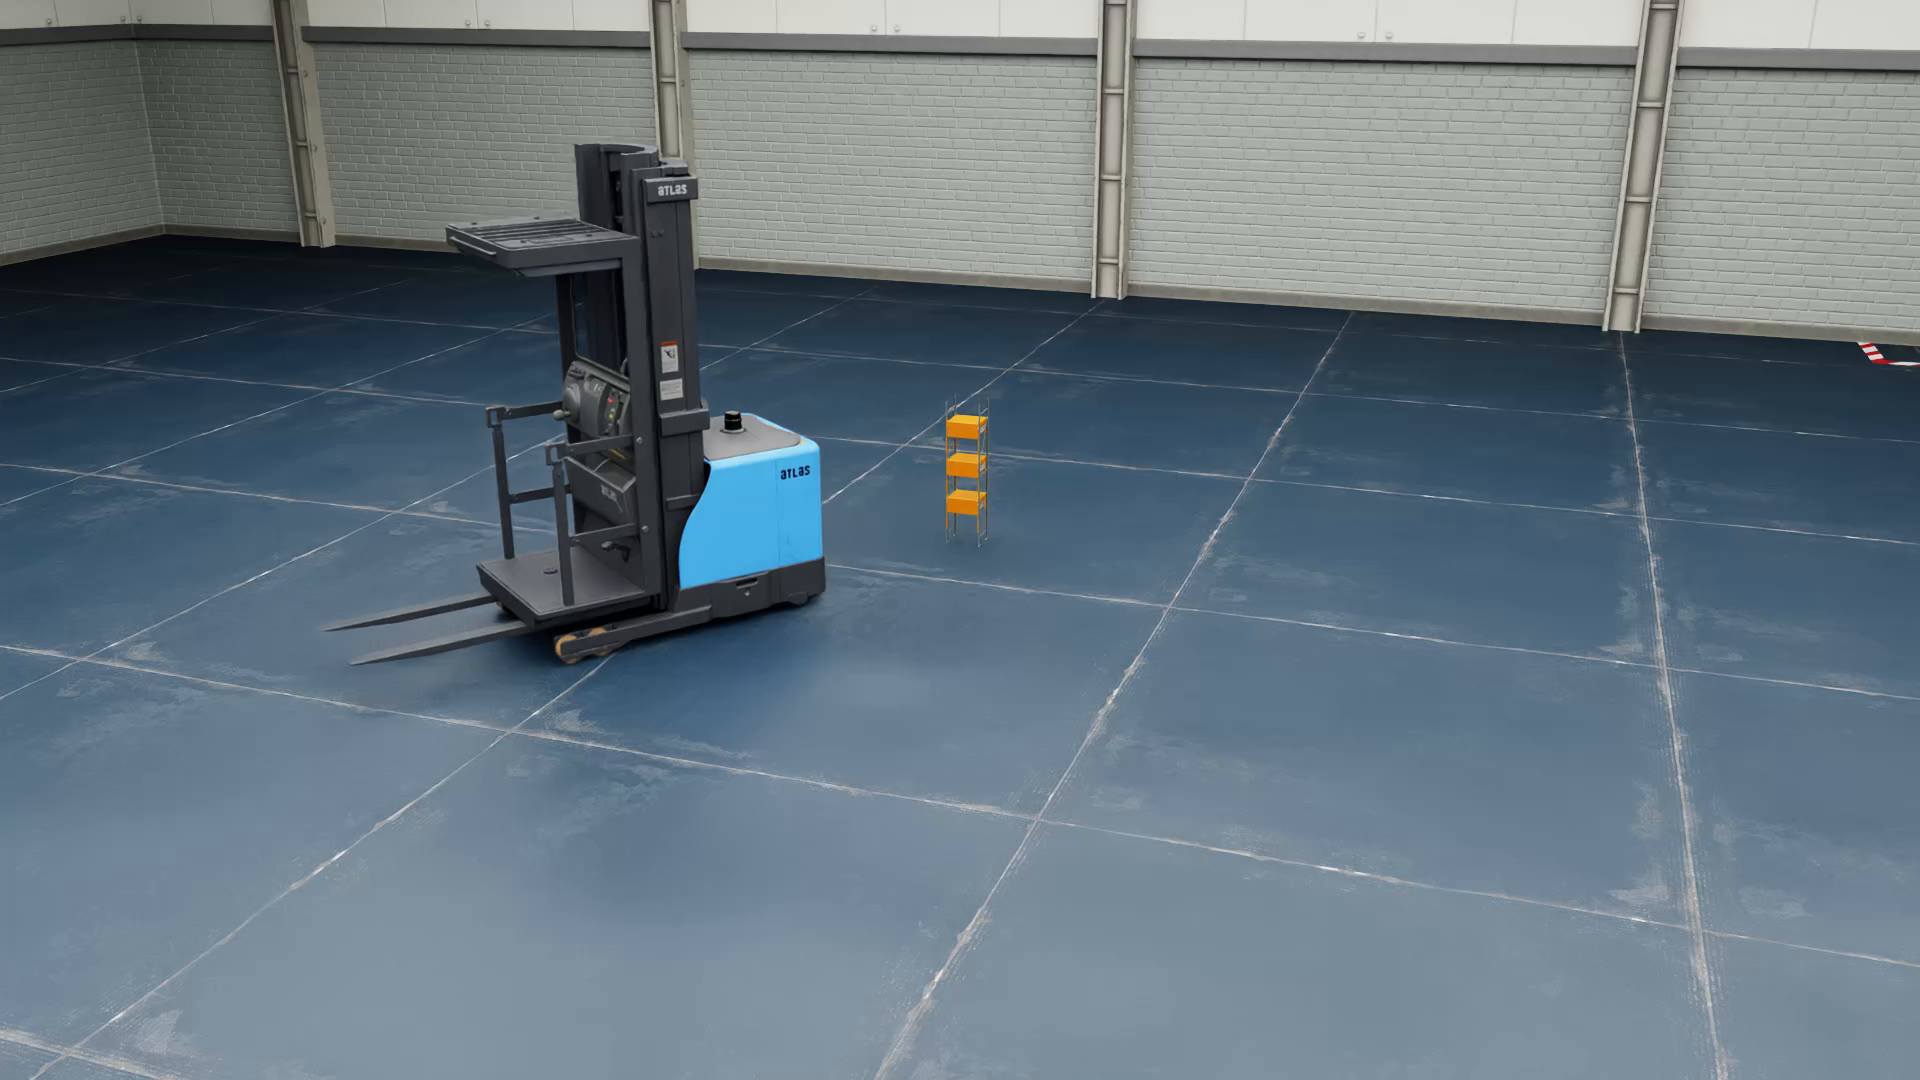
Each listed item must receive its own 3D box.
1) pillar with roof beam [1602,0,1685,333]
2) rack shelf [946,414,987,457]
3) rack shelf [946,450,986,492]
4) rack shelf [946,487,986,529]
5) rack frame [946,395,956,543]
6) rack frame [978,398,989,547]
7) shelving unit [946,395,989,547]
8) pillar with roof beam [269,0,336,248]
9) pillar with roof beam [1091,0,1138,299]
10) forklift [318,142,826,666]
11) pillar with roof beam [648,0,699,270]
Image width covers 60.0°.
[{"bbox_3d":[6.126,-5.317,13.657,0.400,9.000,9.100,7,20,18],"label":"pillar with roof beam"},{"bbox_3d":[0.051,-0.748,11.797,0.240,0.259,0.215,7,20,18],"label":"rack shelf"},{"bbox_3d":[0.051,-0.480,11.890,0.240,0.259,0.215,7,20,18],"label":"rack shelf"},{"bbox_3d":[0.051,-0.218,11.982,0.240,0.259,0.215,7,20,18],"label":"rack shelf"},{"bbox_3d":[-0.065,-0.503,11.925,0.008,1.050,0.200,7,20,18],"label":"rack frame"},{"bbox_3d":[0.166,-0.477,11.849,0.008,1.050,0.200,7,20,18],"label":"rack frame"},{"bbox_3d":[0.051,-0.490,11.887,0.252,1.050,0.215,7,20,18],"label":"shelving unit"},{"bbox_3d":[-10.877,-7.261,19.235,0.400,9.000,9.100,7,20,18],"label":"pillar with roof beam"},{"bbox_3d":[0.459,-5.965,15.517,0.400,9.000,9.100,7,20,18],"label":"pillar with roof beam"},{"bbox_3d":[-2.386,-0.843,10.041,3.031,2.935,1.130,-13,23,-32],"label":"forklift"},{"bbox_3d":[-5.209,-6.613,17.376,0.400,9.000,9.100,7,20,18],"label":"pillar with roof beam"}]
